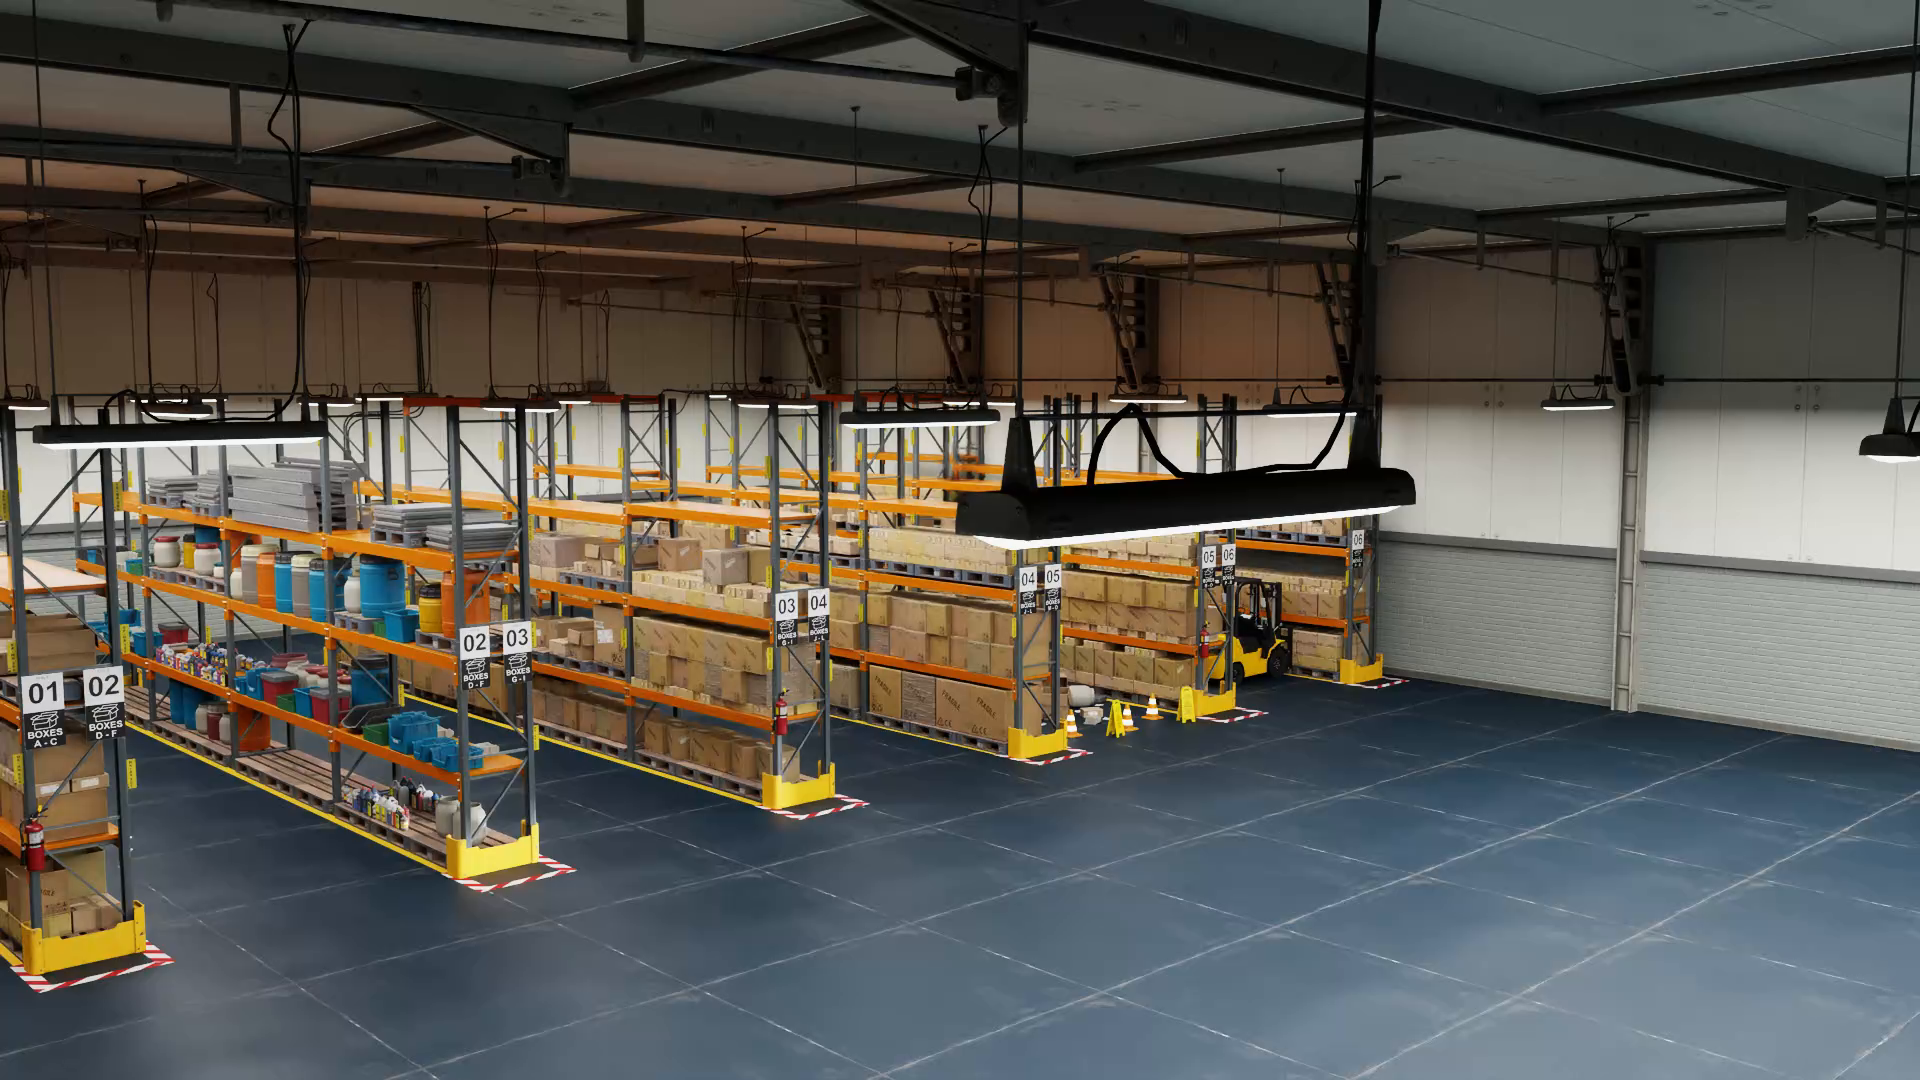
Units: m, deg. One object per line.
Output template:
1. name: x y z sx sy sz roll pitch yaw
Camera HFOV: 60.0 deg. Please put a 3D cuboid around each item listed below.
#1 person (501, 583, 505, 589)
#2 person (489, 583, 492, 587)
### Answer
1. person: -10.445 1.802 38.085 0.678 1.729 0.655 5 7 42
2. person: -10.989 1.808 38.627 0.618 1.643 0.771 -1 6 -10
